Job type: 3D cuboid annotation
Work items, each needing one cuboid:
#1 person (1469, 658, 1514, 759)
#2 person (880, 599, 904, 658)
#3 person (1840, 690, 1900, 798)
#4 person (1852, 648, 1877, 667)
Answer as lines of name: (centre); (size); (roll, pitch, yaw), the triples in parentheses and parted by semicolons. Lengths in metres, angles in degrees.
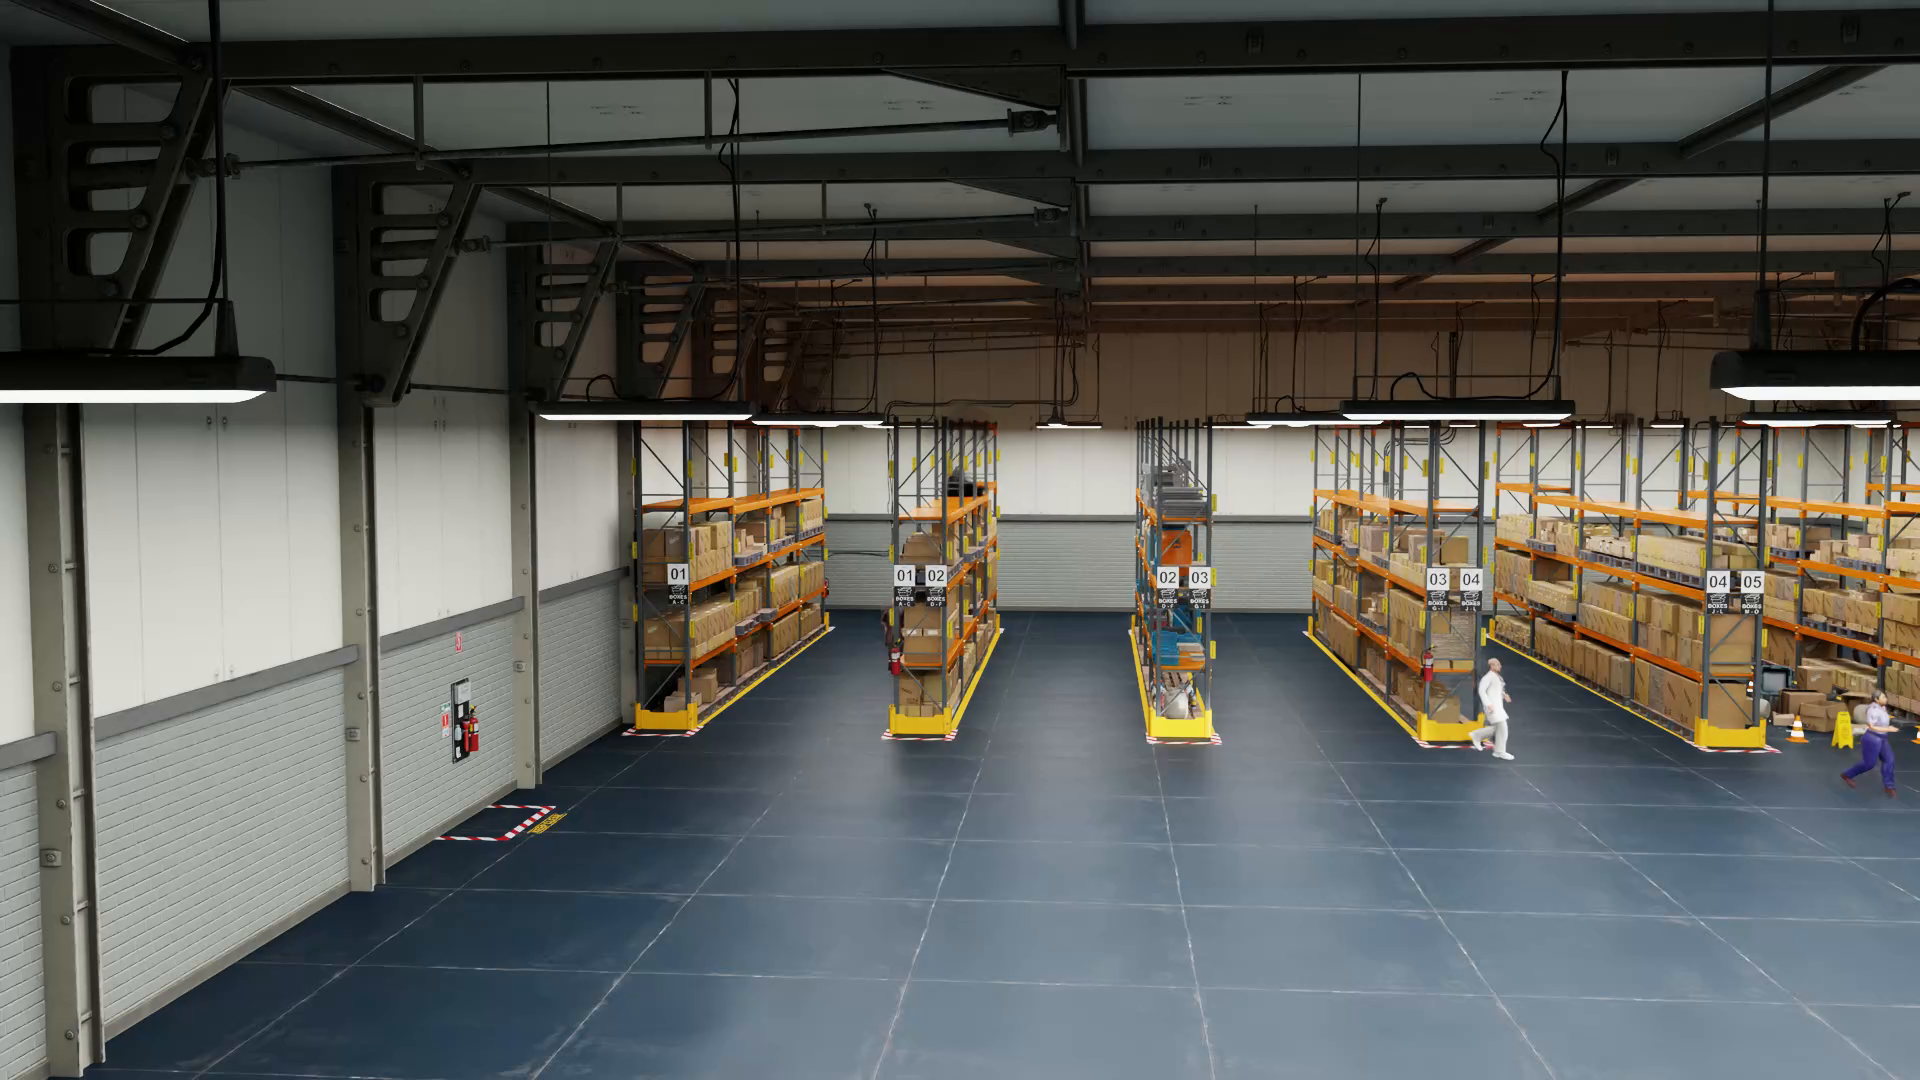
person: (9.346, 2.951, 29.218); (0.791, 1.760, 0.755); (2, 4, 28)
person: (-1.566, 2.264, 39.688); (0.705, 1.725, 0.661); (0, 4, -2)
person: (14.373, 3.211, 26.217); (0.634, 1.708, 0.875); (-4, 5, -45)
person: (21.443, 2.323, 39.427); (0.638, 1.715, 1.049); (1, 4, 11)
